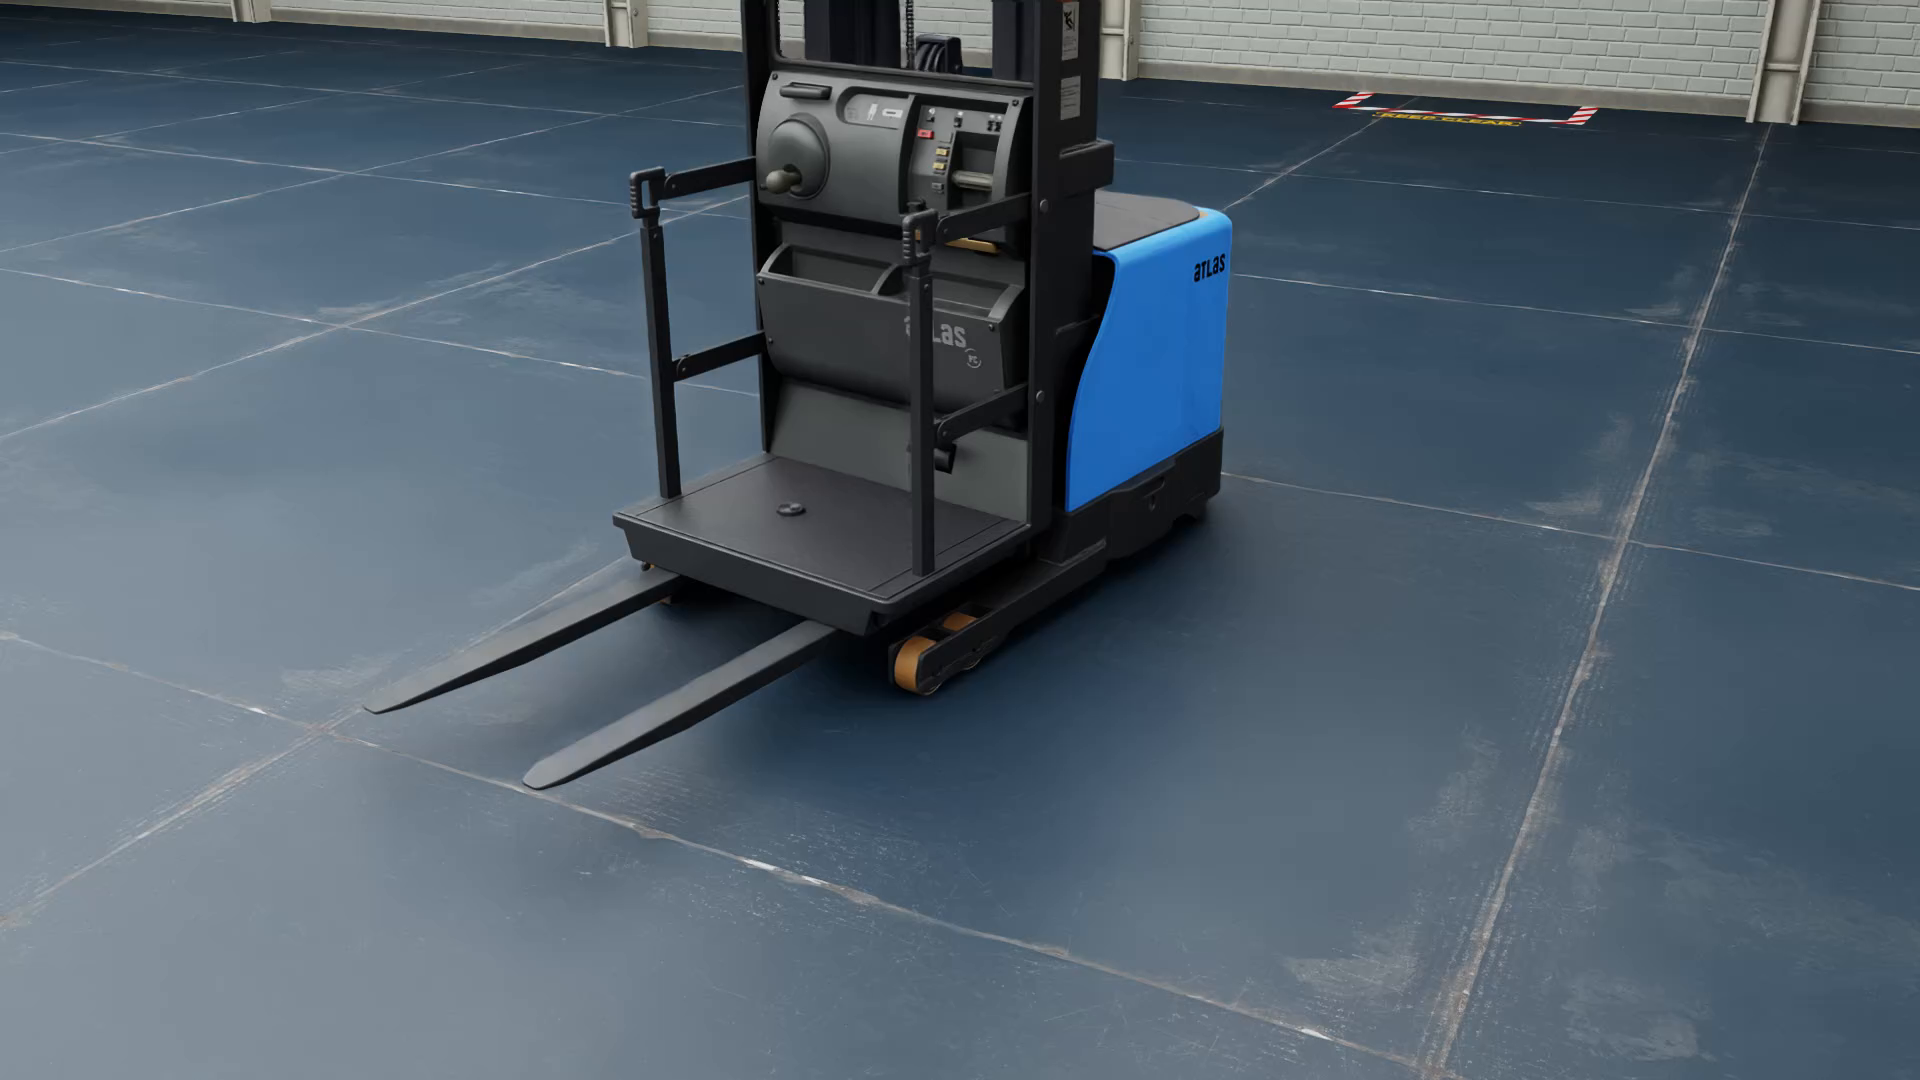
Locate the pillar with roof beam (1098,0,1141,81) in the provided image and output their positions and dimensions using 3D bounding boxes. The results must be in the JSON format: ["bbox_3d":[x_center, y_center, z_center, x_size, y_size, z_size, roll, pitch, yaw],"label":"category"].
[{"bbox_3d":[-0.403,-7.253,11.306,0.400,9.000,9.100,11,25,25],"label":"pillar with roof beam"}]

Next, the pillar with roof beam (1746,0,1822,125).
[{"bbox_3d":[4.952,-6.193,8.814,0.400,9.000,9.100,11,25,25],"label":"pillar with roof beam"}]

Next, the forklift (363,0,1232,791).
[{"bbox_3d":[-0.342,-1.124,4.647,1.130,2.935,3.031,16,28,33],"label":"forklift"}]

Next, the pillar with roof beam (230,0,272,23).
[{"bbox_3d":[-11.112,-9.372,16.288,0.400,9.000,9.100,11,25,25],"label":"pillar with roof beam"}]

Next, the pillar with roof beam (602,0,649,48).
[{"bbox_3d":[-5.757,-8.312,13.797,0.400,9.000,9.100,11,25,25],"label":"pillar with roof beam"}]
